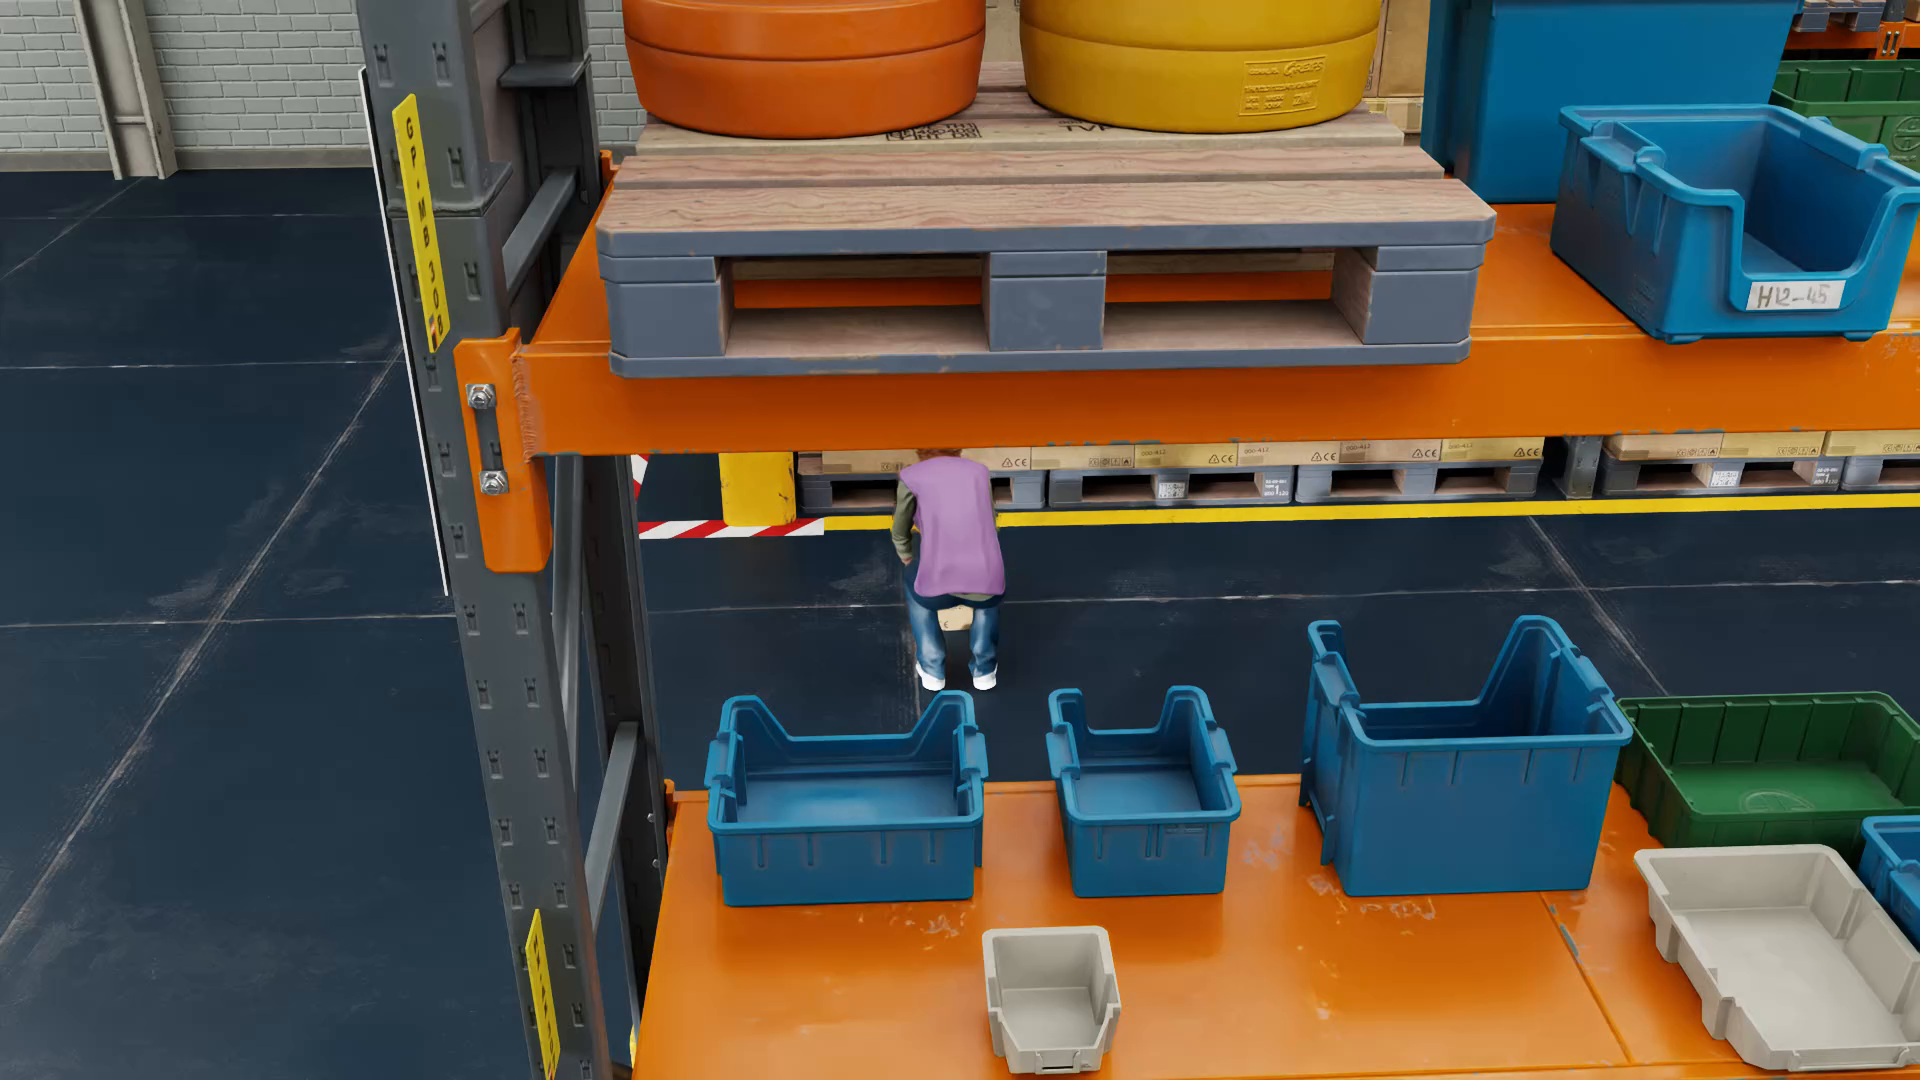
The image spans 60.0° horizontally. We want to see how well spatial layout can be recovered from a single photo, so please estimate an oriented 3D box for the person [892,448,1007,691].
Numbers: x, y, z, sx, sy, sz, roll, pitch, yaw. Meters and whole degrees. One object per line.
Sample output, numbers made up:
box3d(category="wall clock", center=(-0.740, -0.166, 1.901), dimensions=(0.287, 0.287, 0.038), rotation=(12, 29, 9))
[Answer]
box3d(category="person", center=(-0.042, 0.091, 6.639), dimensions=(0.454, 0.963, 0.780), rotation=(-1, 28, -3))
